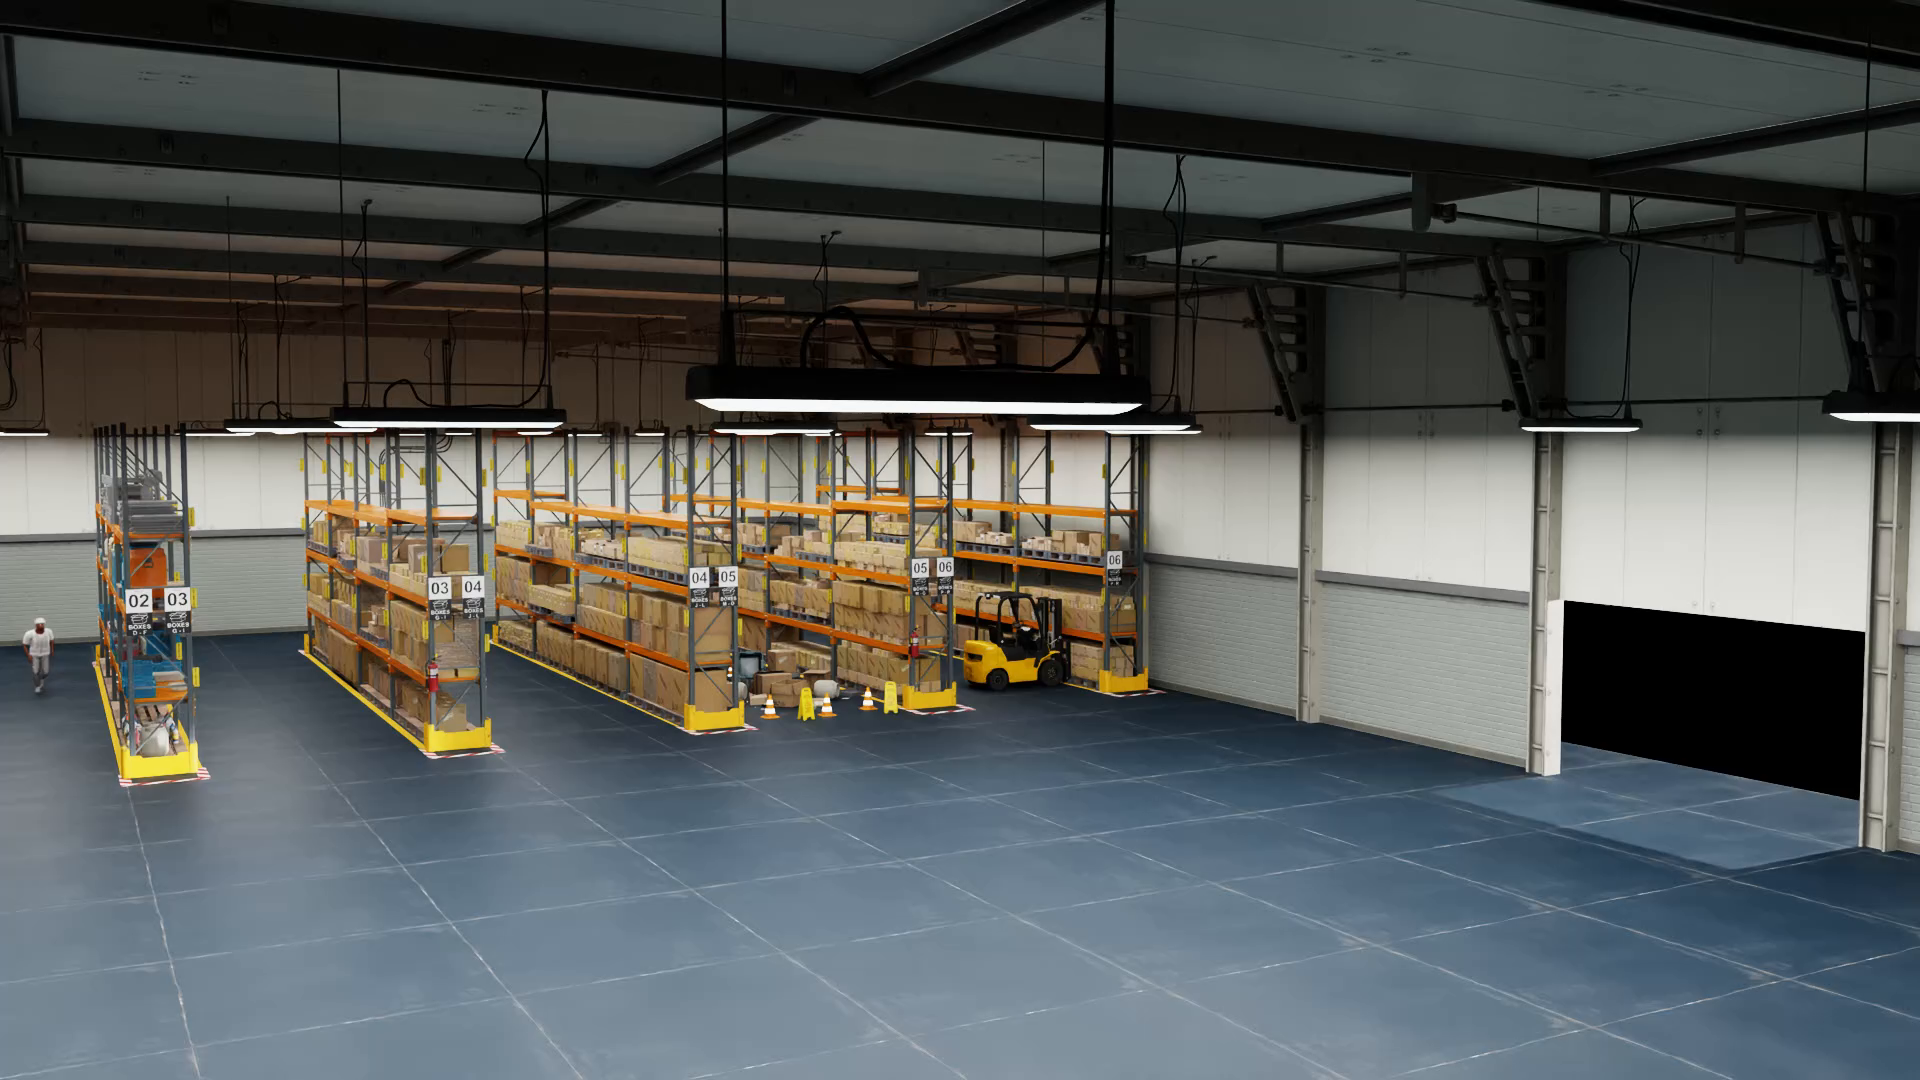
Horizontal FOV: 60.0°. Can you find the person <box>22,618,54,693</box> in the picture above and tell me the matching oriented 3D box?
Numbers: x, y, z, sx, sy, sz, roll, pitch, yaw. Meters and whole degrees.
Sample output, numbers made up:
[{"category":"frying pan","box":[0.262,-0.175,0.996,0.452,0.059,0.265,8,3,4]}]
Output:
[{"category":"person","box":[-20.857,2.599,37.638,0.650,1.711,0.642,-2,4,-35]}]

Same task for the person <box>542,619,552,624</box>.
[{"category":"person","box":[-12.110,1.907,48.916,0.579,1.704,0.850,3,5,41]}]
